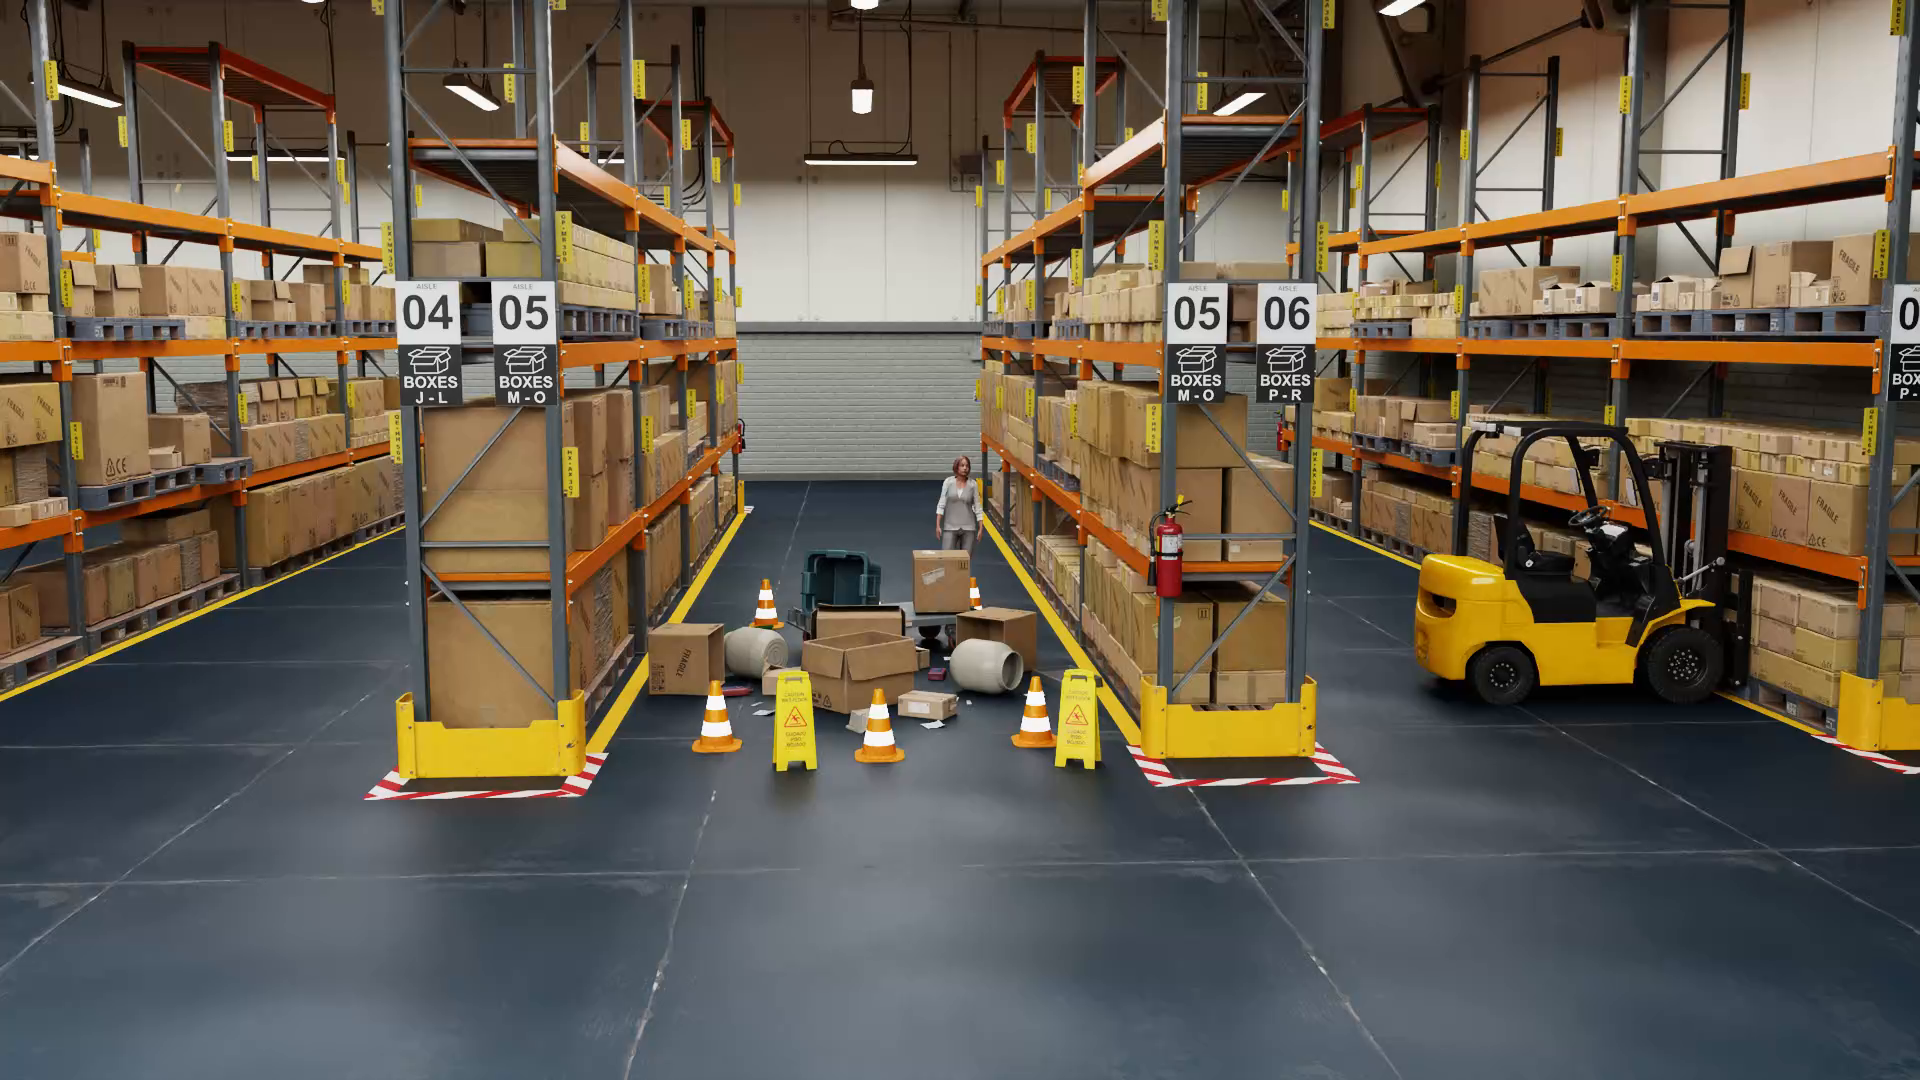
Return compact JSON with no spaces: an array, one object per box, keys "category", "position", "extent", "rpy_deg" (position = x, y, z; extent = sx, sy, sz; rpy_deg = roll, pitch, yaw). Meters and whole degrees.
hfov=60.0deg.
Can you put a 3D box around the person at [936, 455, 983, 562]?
[{"category":"person","position":[-0.009,-0.074,17.316],"extent":[0.520,1.600,0.472],"rpy_deg":[0,7,-4]}]
